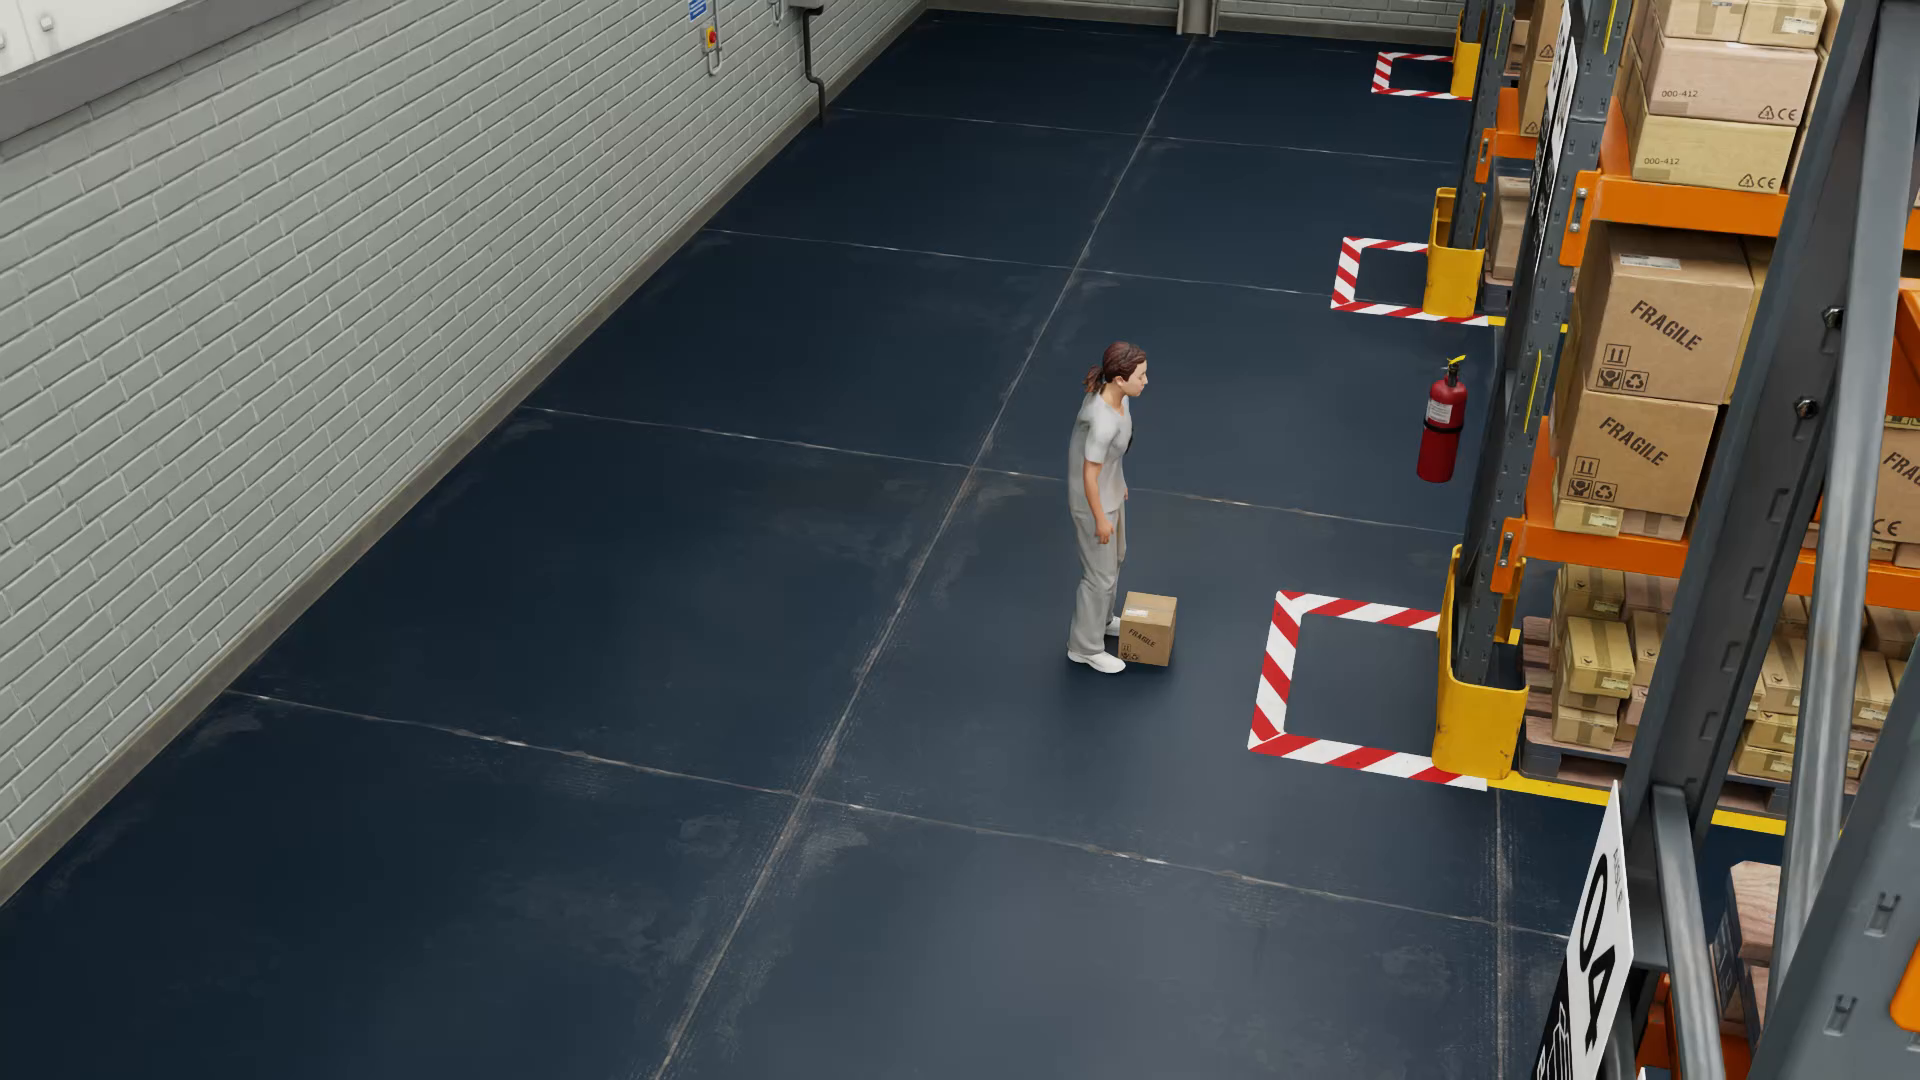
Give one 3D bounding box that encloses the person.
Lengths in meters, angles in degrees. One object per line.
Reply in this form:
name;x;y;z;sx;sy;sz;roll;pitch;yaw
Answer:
person;0.693;-0.183;7.939;0.358;1.673;0.486;8;34;13
